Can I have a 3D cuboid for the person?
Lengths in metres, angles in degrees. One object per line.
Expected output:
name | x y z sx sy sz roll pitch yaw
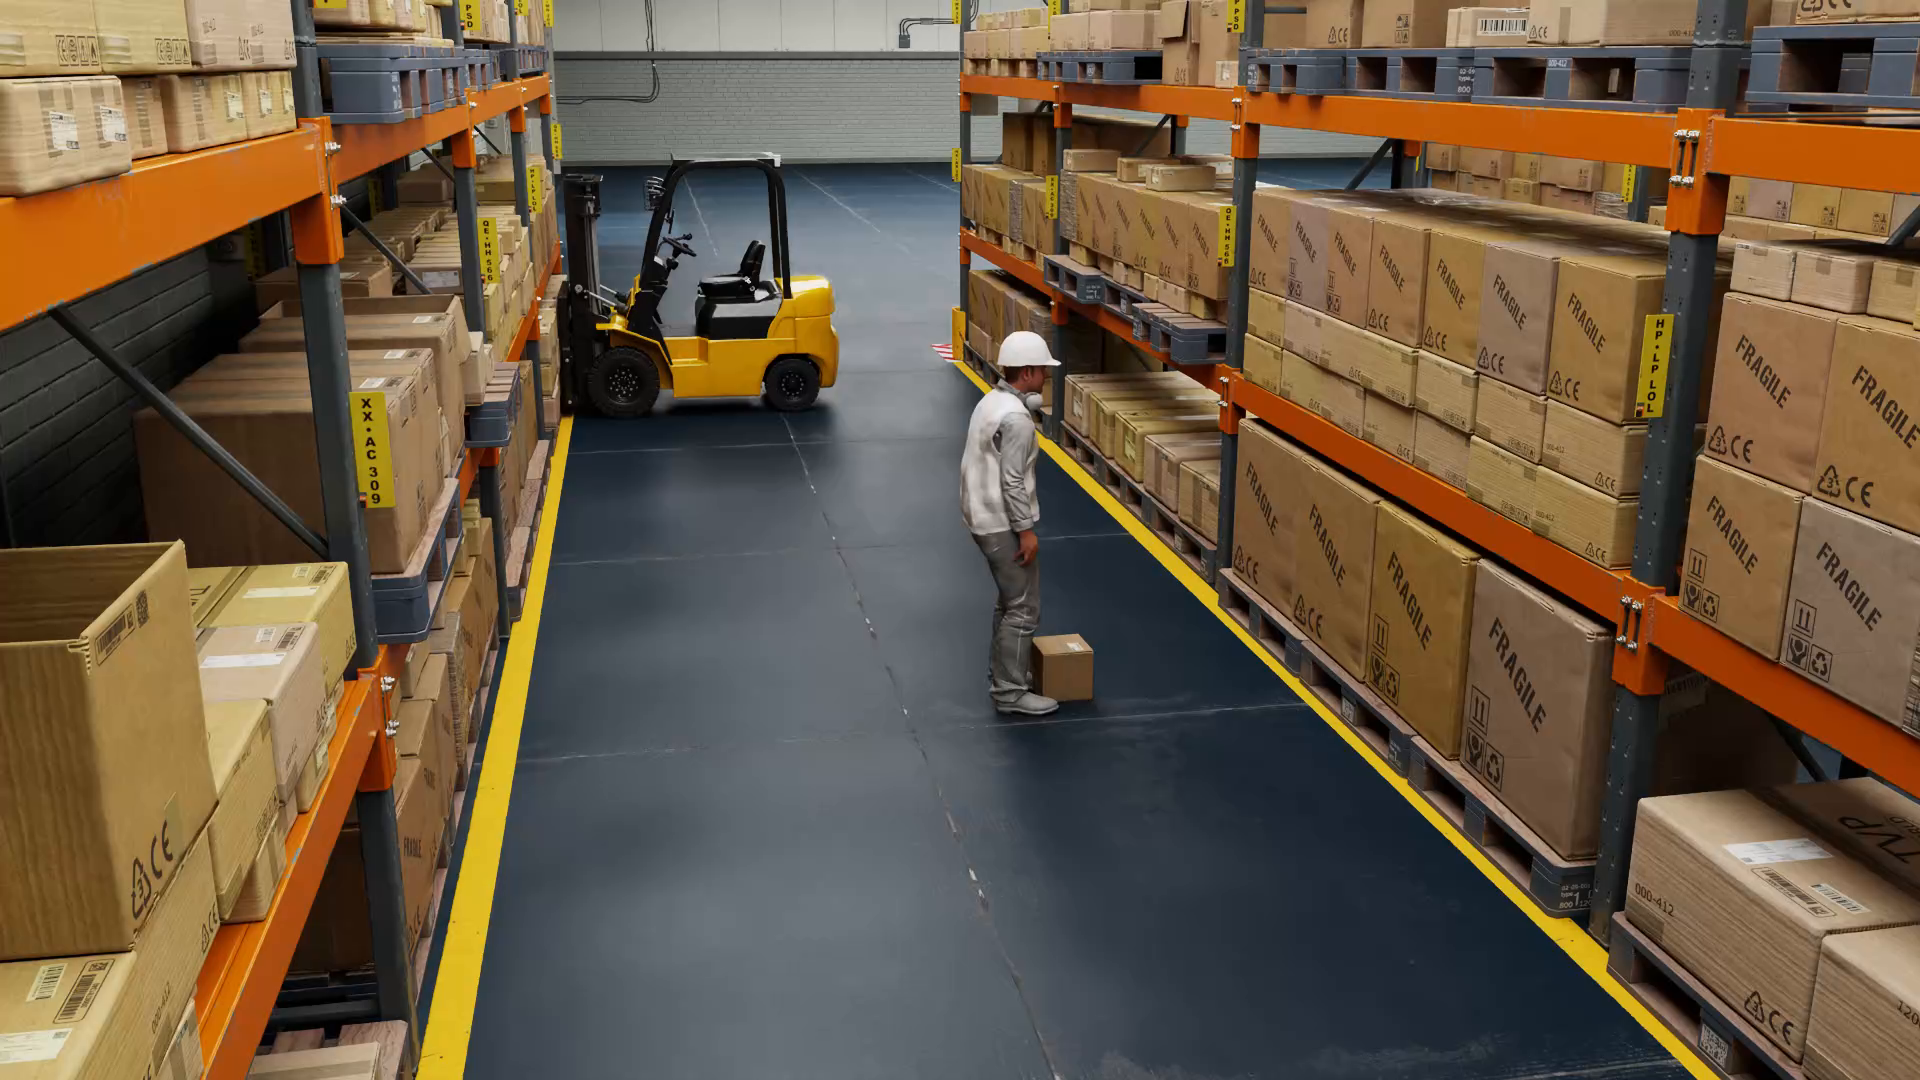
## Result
person | 0.238 -0.090 7.797 0.467 1.770 0.579 -3 17 -11
